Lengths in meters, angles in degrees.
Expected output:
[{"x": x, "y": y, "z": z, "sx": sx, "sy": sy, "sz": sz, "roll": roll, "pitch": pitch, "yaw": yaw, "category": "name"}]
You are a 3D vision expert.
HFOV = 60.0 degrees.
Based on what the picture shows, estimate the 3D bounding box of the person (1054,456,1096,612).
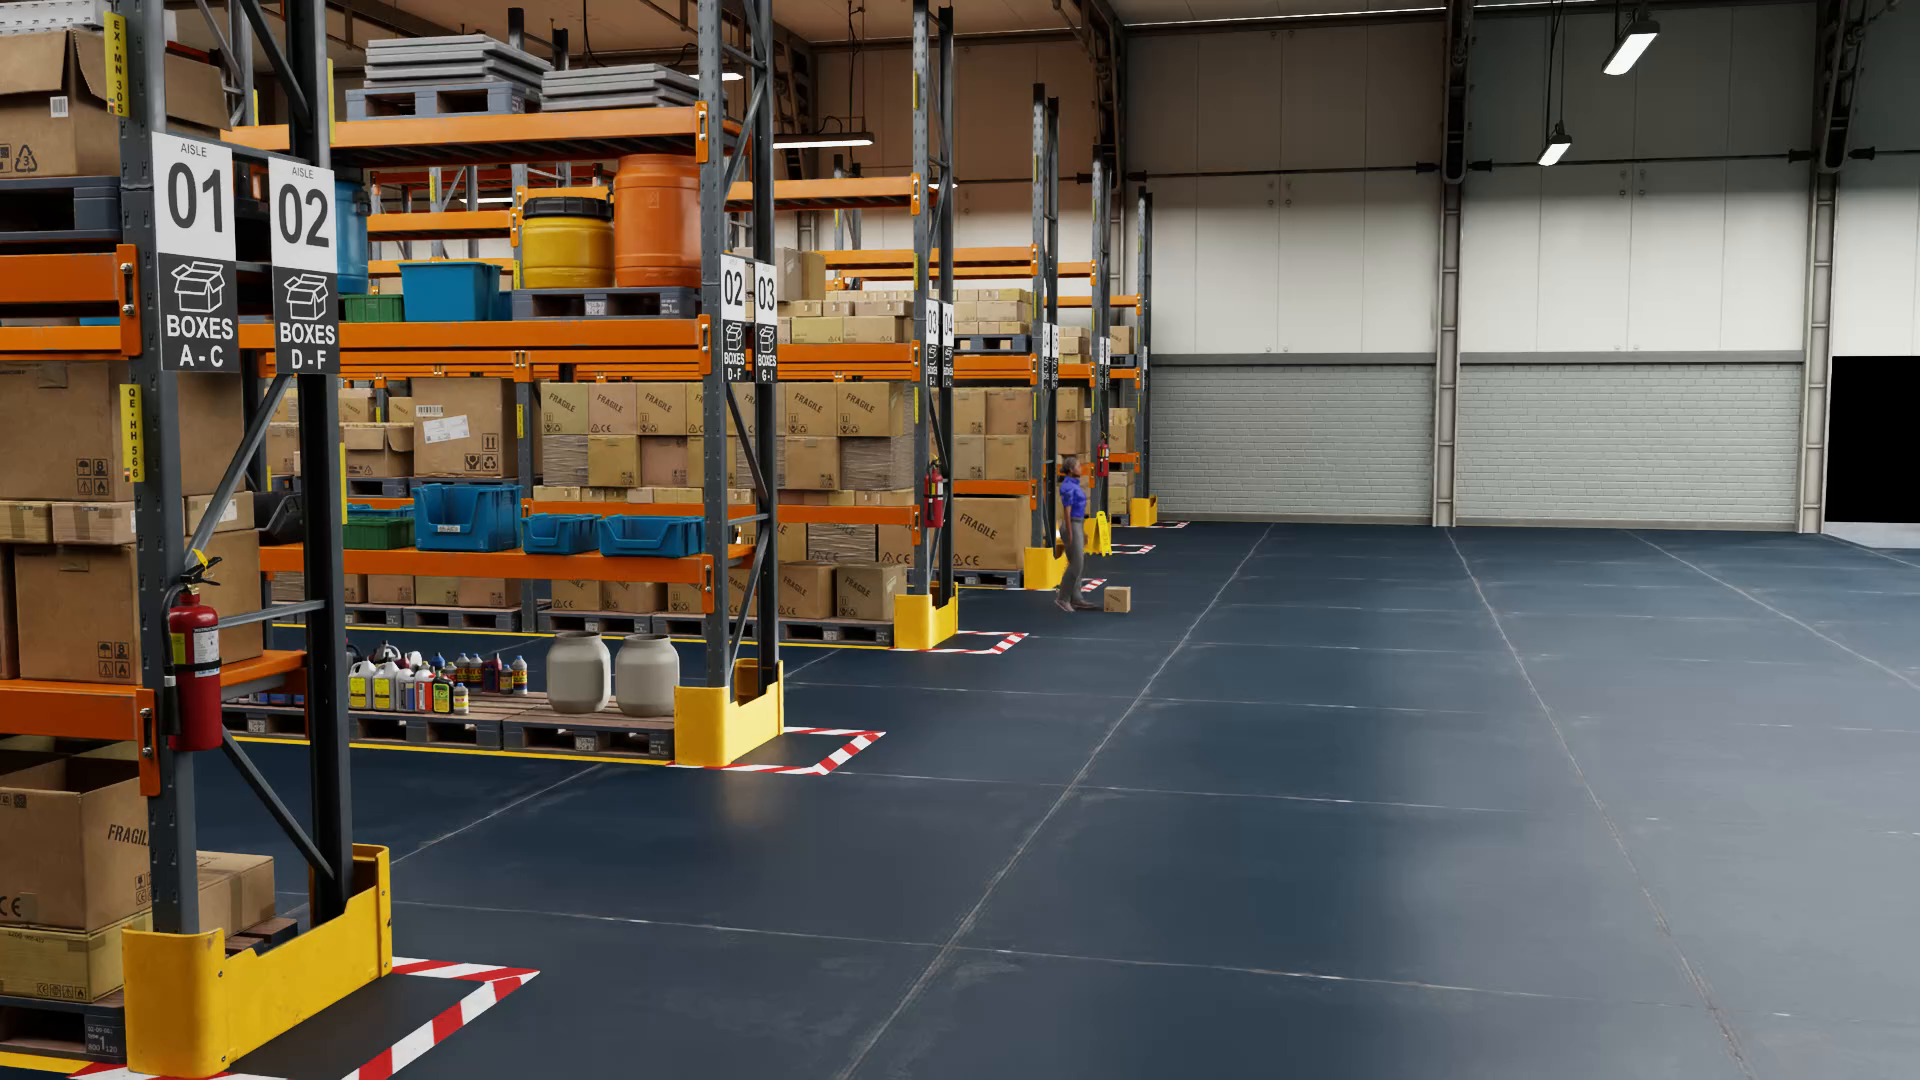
[{"x": 1.260, "y": -0.044, "z": 18.081, "sx": 0.410, "sy": 1.726, "sz": 0.475, "roll": 1, "pitch": 5, "yaw": 14, "category": "person"}]
